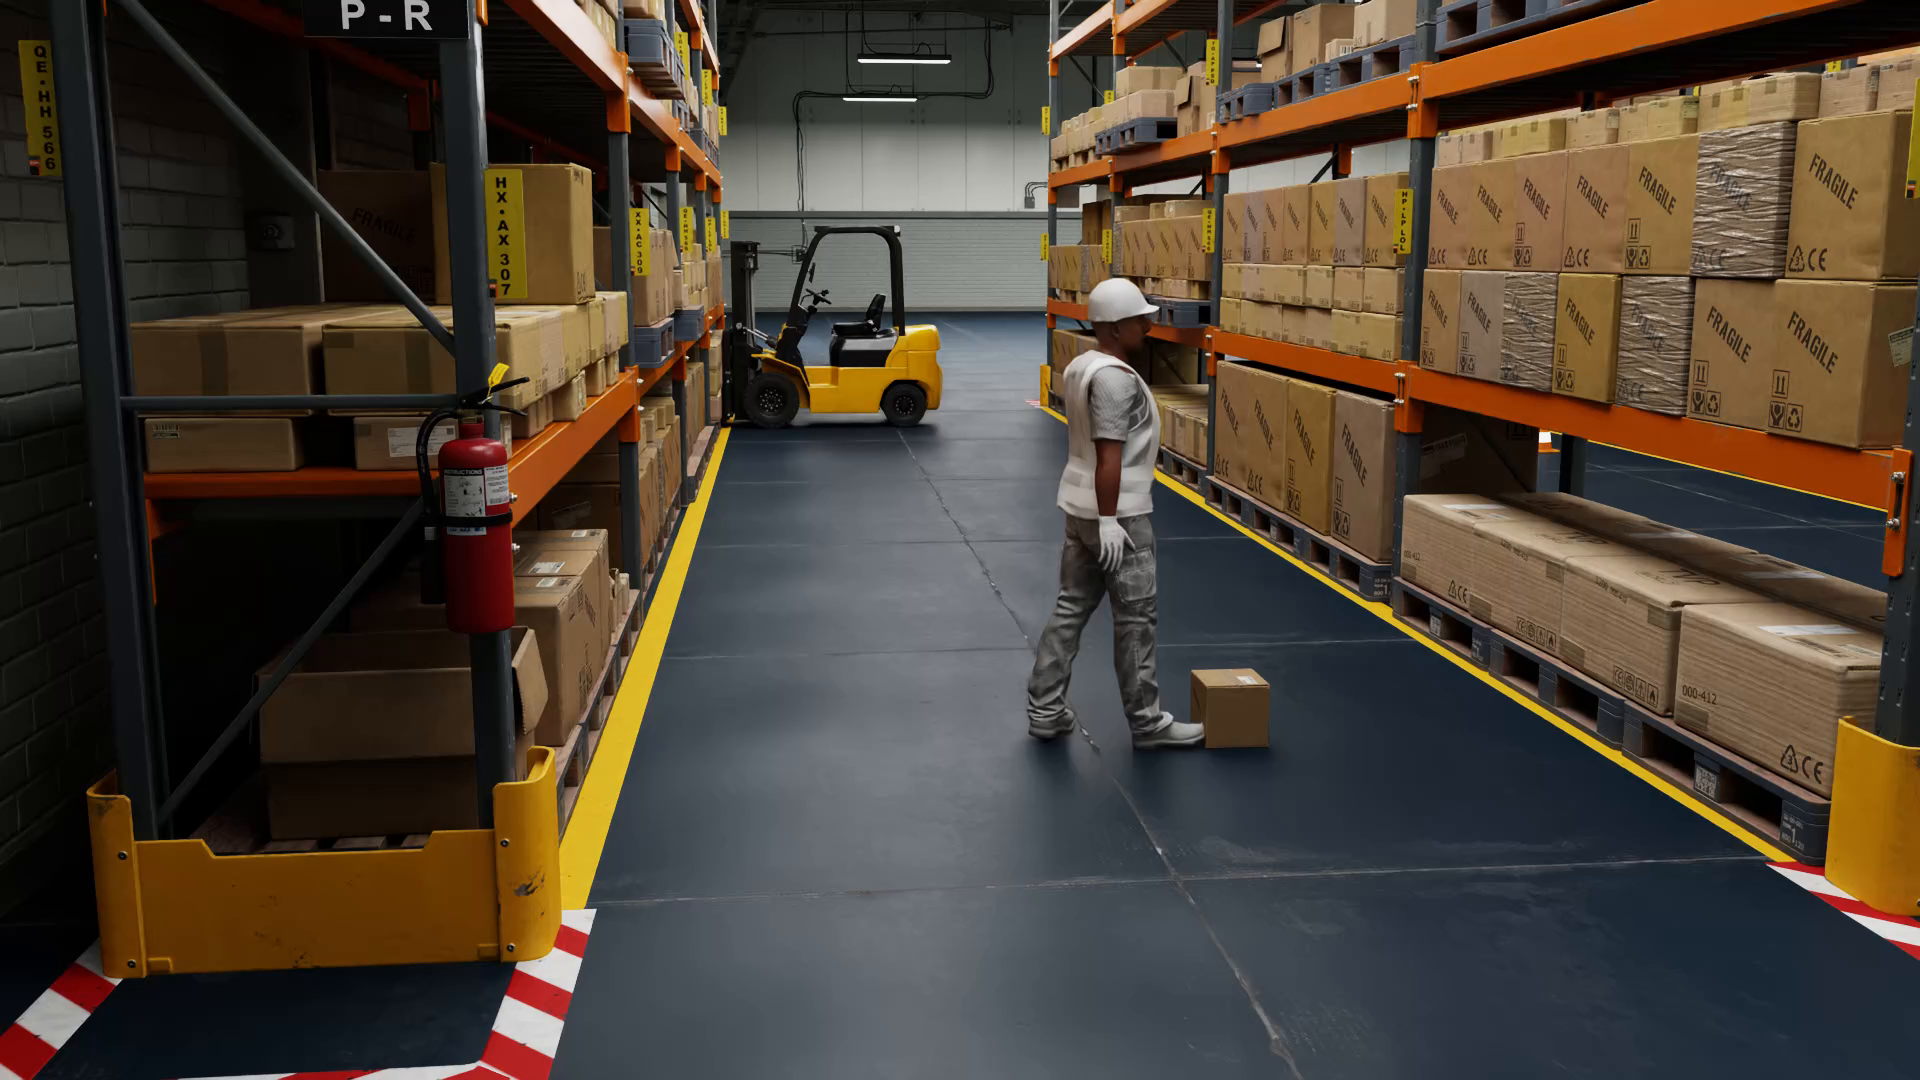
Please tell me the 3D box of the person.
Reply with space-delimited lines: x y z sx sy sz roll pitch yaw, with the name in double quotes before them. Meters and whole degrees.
"person" 0.602 -0.097 6.358 0.671 1.786 0.566 -3 10 -15
